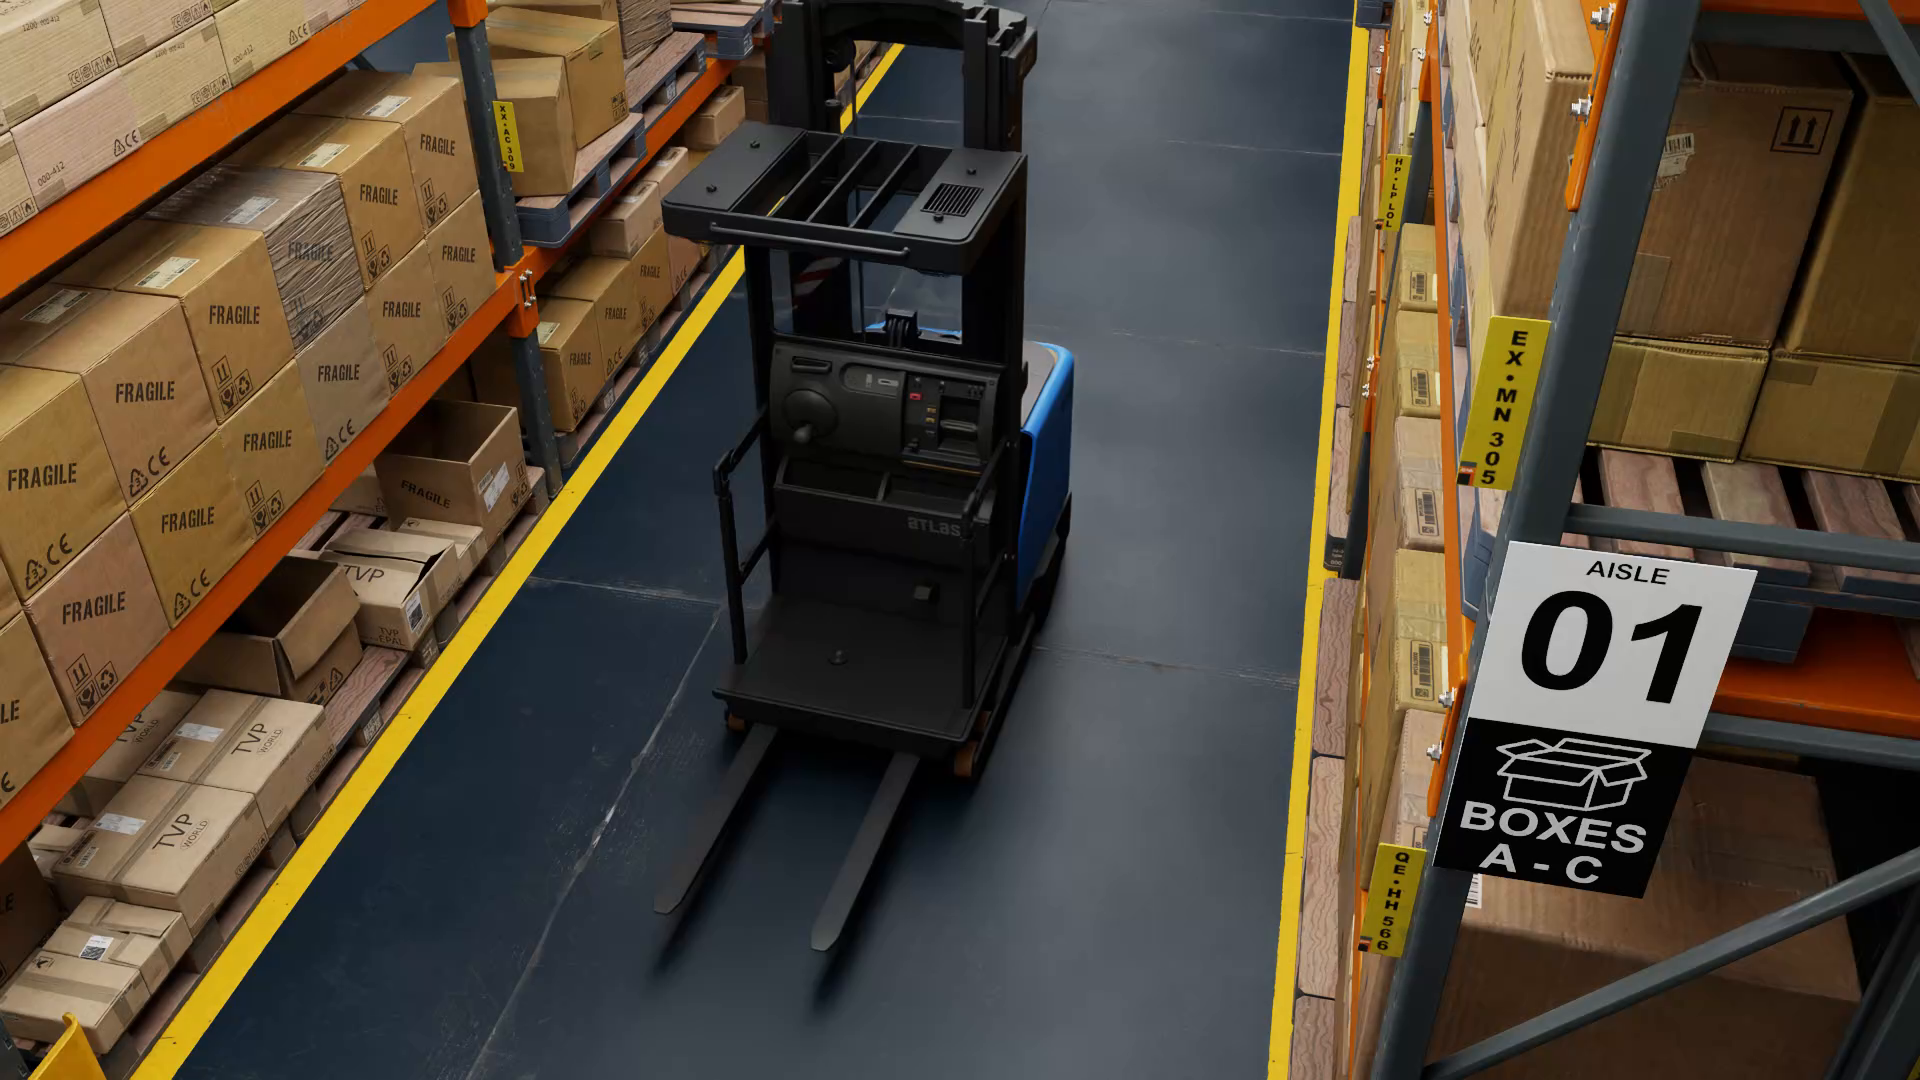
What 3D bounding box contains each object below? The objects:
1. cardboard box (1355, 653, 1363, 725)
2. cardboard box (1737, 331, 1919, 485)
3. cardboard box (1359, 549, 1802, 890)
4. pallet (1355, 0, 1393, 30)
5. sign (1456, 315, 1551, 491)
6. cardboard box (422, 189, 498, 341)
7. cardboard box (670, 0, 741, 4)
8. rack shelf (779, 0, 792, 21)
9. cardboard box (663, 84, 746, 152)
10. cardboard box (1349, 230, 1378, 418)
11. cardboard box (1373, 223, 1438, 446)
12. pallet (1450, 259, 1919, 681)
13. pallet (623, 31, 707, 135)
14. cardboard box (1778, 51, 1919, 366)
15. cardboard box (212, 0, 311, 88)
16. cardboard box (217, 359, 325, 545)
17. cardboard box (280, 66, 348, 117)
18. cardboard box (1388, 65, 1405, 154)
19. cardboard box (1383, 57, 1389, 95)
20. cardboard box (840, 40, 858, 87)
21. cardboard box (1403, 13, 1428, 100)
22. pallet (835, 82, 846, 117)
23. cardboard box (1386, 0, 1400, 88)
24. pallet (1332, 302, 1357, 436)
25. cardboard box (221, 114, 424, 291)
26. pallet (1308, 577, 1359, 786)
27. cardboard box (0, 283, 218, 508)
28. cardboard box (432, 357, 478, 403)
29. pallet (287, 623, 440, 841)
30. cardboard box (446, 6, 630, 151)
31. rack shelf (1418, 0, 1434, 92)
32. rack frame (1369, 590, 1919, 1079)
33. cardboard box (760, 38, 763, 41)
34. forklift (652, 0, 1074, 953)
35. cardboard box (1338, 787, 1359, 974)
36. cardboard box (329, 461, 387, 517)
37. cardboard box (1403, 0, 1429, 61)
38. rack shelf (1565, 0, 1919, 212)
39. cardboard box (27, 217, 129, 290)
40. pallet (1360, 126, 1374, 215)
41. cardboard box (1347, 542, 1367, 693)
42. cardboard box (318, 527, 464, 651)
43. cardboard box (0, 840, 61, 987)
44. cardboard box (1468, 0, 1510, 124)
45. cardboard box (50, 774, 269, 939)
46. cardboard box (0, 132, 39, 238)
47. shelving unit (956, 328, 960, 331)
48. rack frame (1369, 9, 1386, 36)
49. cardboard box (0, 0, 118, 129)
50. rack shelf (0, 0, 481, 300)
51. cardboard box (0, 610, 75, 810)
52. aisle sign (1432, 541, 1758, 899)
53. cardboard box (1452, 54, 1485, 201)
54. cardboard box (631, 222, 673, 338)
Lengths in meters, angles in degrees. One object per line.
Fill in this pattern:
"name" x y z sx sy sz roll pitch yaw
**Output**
"cardboard box" 1.660 0.570 6.127 0.380 0.149 0.250 6 36 9
"cardboard box" 1.824 -0.357 3.315 0.500 0.250 0.500 9 37 12
"cardboard box" 1.672 0.561 4.664 0.980 0.700 0.700 7 37 10
"pallet" 3.185 -3.536 10.736 1.213 0.211 1.003 7 37 10
"sign" 0.901 -0.222 2.757 0.100 0.325 0.005 7 37 10
"cardboard box" -2.413 -1.239 7.318 0.500 0.500 0.500 8 37 11
"cardboard box" -1.727 -3.646 10.281 0.700 0.500 0.500 -4 36 -6
"rack shelf" -1.276 -4.666 12.744 1.077 0.370 4.000 7 37 10
"cardboard box" -1.681 -2.681 10.510 0.500 0.250 0.500 9 37 12
"cardboard box" 2.482 -1.097 8.681 0.750 0.750 0.750 8 37 11
"cardboard box" 2.151 -0.711 6.419 0.980 0.700 0.700 8 37 11
"pallet" 1.577 -0.210 3.504 1.003 0.211 1.213 7 37 10
"pallet" -2.114 -2.617 9.468 1.003 0.211 1.213 7 37 10
"cardboard box" 1.820 -0.661 3.096 0.500 0.500 0.500 6 36 8
"cardboard box" -2.617 -1.786 5.730 0.500 0.250 0.500 7 37 10
"cardboard box" -2.736 -0.356 6.100 0.500 0.500 0.500 8 37 11
"cardboard box" -2.933 -1.727 7.140 0.500 0.500 0.500 8 37 11
"cardboard box" 2.350 -1.944 8.021 0.500 0.500 0.500 7 37 10
"cardboard box" 2.639 -2.653 9.551 0.380 0.149 0.250 8 37 11
"cardboard box" -1.093 -3.717 12.808 0.500 0.250 0.500 6 36 9
"cardboard box" 2.360 -2.255 7.811 0.500 0.250 0.500 8 37 11
"pallet" -1.489 -3.148 12.414 1.003 0.211 1.213 7 37 10
"cardboard box" 2.662 -2.815 9.222 0.500 0.500 0.500 8 37 12
"pallet" 2.632 -0.923 9.343 1.003 0.211 1.213 7 37 10
"cardboard box" -2.519 -1.346 6.614 0.500 0.500 0.500 7 36 9
"pallet" 2.044 0.657 7.164 1.003 0.211 1.213 7 37 10
"cardboard box" -2.843 -0.477 5.415 0.500 0.500 0.500 8 37 11
"cardboard box" -2.732 -1.002 8.831 0.500 0.500 0.500 7 37 10
"pallet" -2.963 0.707 7.094 1.003 0.211 1.213 7 37 10
"cardboard box" -2.153 -2.373 8.525 0.700 0.500 0.500 13 38 17
"rack shelf" 2.710 -2.968 7.846 1.077 0.370 4.000 7 37 10
"rack frame" 1.428 1.395 3.769 1.000 3.000 0.127 7 37 10
"cardboard box" -1.200 -3.660 12.251 0.500 0.311 0.500 6 36 9
"forklift" -0.365 -0.460 6.387 1.130 2.935 3.031 10 37 13
"cardboard box" 1.694 1.248 5.744 0.700 0.500 0.500 6 36 8
"cardboard box" -2.858 -0.393 8.152 0.500 0.311 0.500 7 37 10
"cardboard box" 2.468 -2.547 8.214 0.500 0.250 0.500 7 36 9
"rack shelf" 1.856 -1.728 3.919 1.077 0.370 4.000 7 37 10
"cardboard box" -3.262 -0.841 5.917 0.500 0.500 0.500 8 37 11
"pallet" 3.305 -2.510 11.534 1.003 0.211 1.213 7 37 10
"cardboard box" 2.023 0.360 6.970 0.700 0.500 0.500 8 37 11
"cardboard box" -2.562 0.186 7.354 0.500 0.311 0.500 7 37 10
"cardboard box" -3.536 1.268 5.700 0.500 0.500 0.500 7 37 10
"cardboard box" 1.539 -1.313 3.995 0.500 0.500 0.500 6 36 8
"cardboard box" -2.912 1.149 6.077 0.500 0.250 0.500 7 37 10
"cardboard box" -2.934 -0.925 4.542 0.500 0.250 0.500 7 37 10
"shelving unit" 0.111 -0.624 8.216 0.215 1.050 0.252 10 37 13
"rack frame" 3.992 -5.485 13.261 1.000 3.000 0.127 7 37 10
"cardboard box" -2.834 -1.415 4.792 0.500 0.250 0.500 7 37 10
"rack shelf" -2.985 -1.294 5.536 1.077 0.370 4.000 7 37 10
"cardboard box" -3.059 0.514 4.899 0.500 0.500 0.500 8 37 11
"aisle sign" 1.120 0.346 3.001 0.394 0.787 0.004 7 37 10
"cardboard box" 1.542 -1.020 4.230 0.500 0.250 0.500 6 36 9
"cardboard box" -1.999 -1.523 9.550 0.500 0.500 0.500 8 37 11
